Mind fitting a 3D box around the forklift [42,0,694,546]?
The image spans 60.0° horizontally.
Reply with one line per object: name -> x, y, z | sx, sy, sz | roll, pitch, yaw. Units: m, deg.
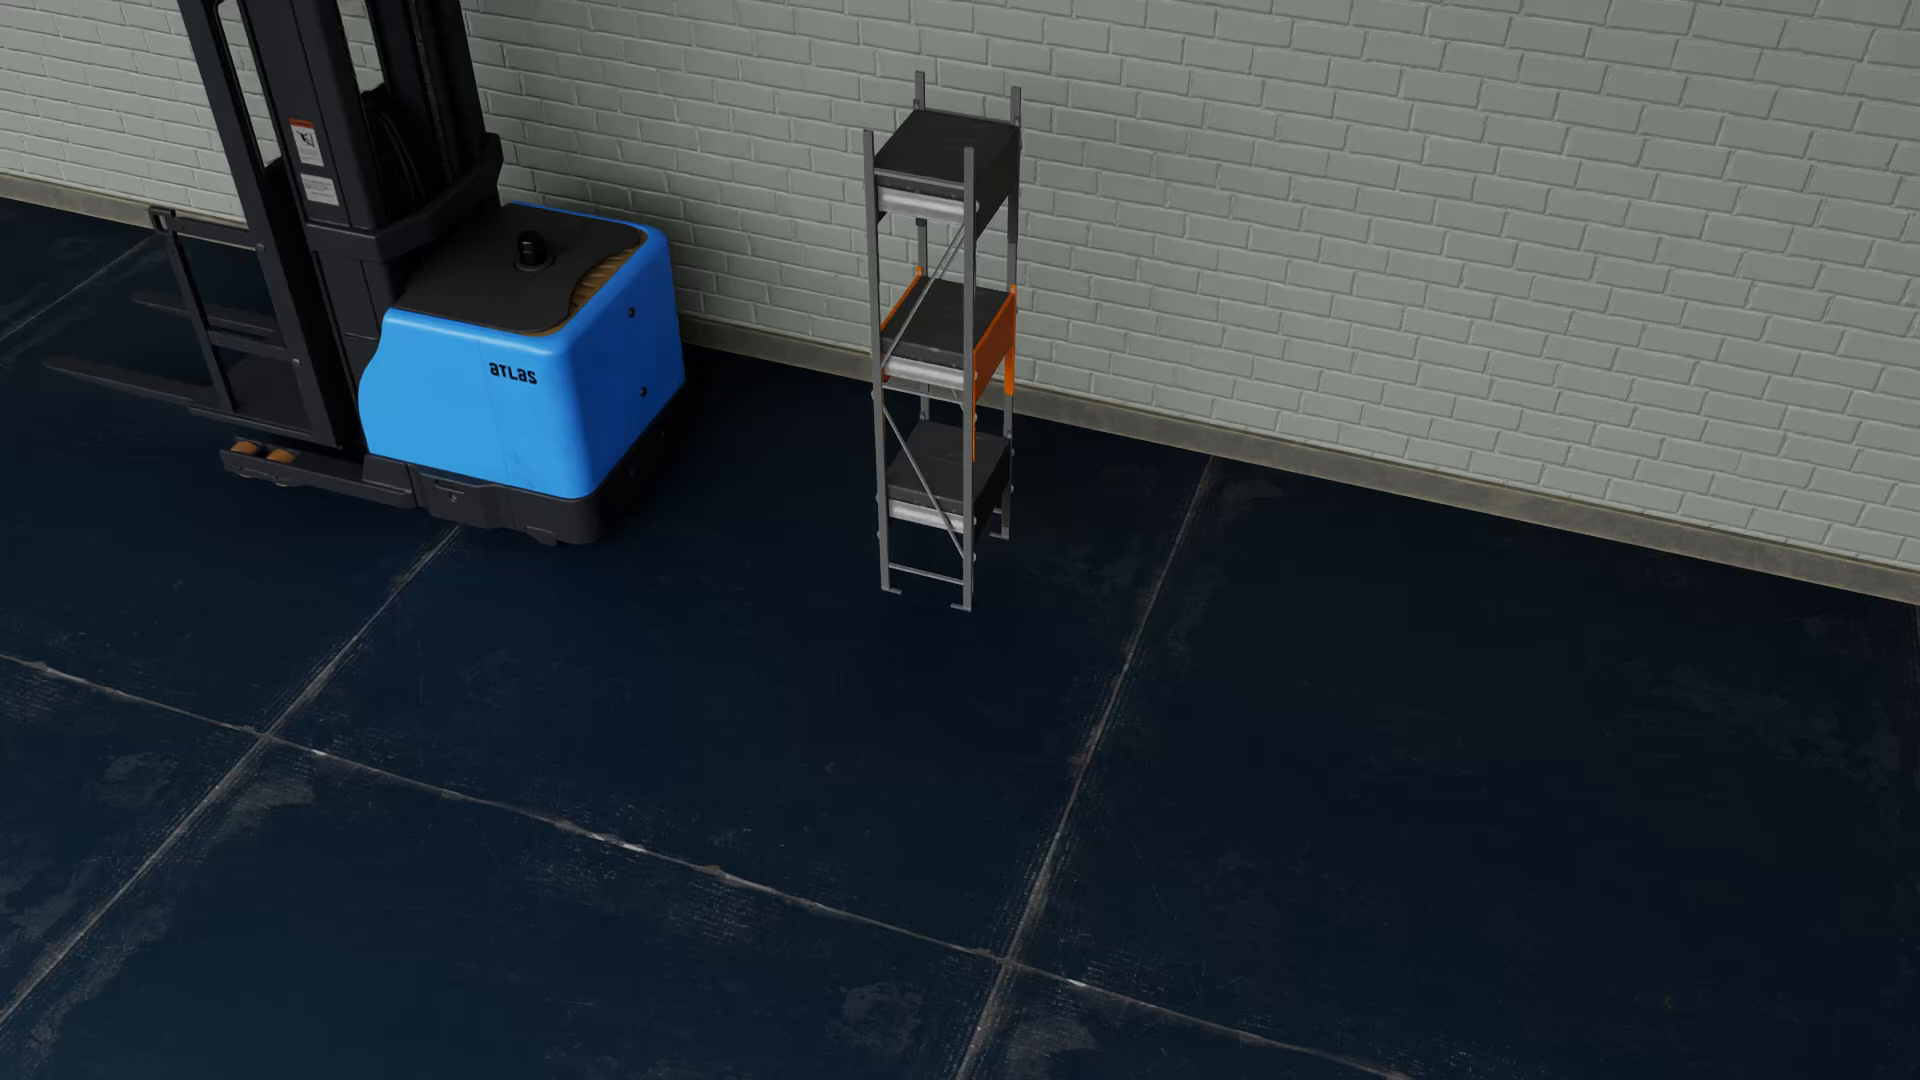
forklift -> -2.819, -1.667, 6.945 | 3.031, 2.935, 1.130 | 13, 42, 15

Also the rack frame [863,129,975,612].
rack frame -> -0.140, -0.549, 6.276 | 0.400, 2.100, 0.015 | 13, 42, 15

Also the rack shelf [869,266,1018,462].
rack shelf -> -0.057, -0.687, 6.459 | 0.431, 0.518, 0.480 | 13, 42, 15

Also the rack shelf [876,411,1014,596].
rack shelf -> -0.057, -0.155, 6.913 | 0.431, 0.518, 0.480 | 13, 42, 15

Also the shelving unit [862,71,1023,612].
shelving unit -> -0.057, -0.698, 6.450 | 0.431, 2.100, 0.503 | 13, 42, 15

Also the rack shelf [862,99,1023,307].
rack shelf -> -0.057, -1.220, 6.005 | 0.431, 0.518, 0.480 | 13, 42, 15

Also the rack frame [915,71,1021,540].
rack frame -> 0.027, -0.847, 6.625 | 0.400, 2.100, 0.015 | 13, 42, 15
